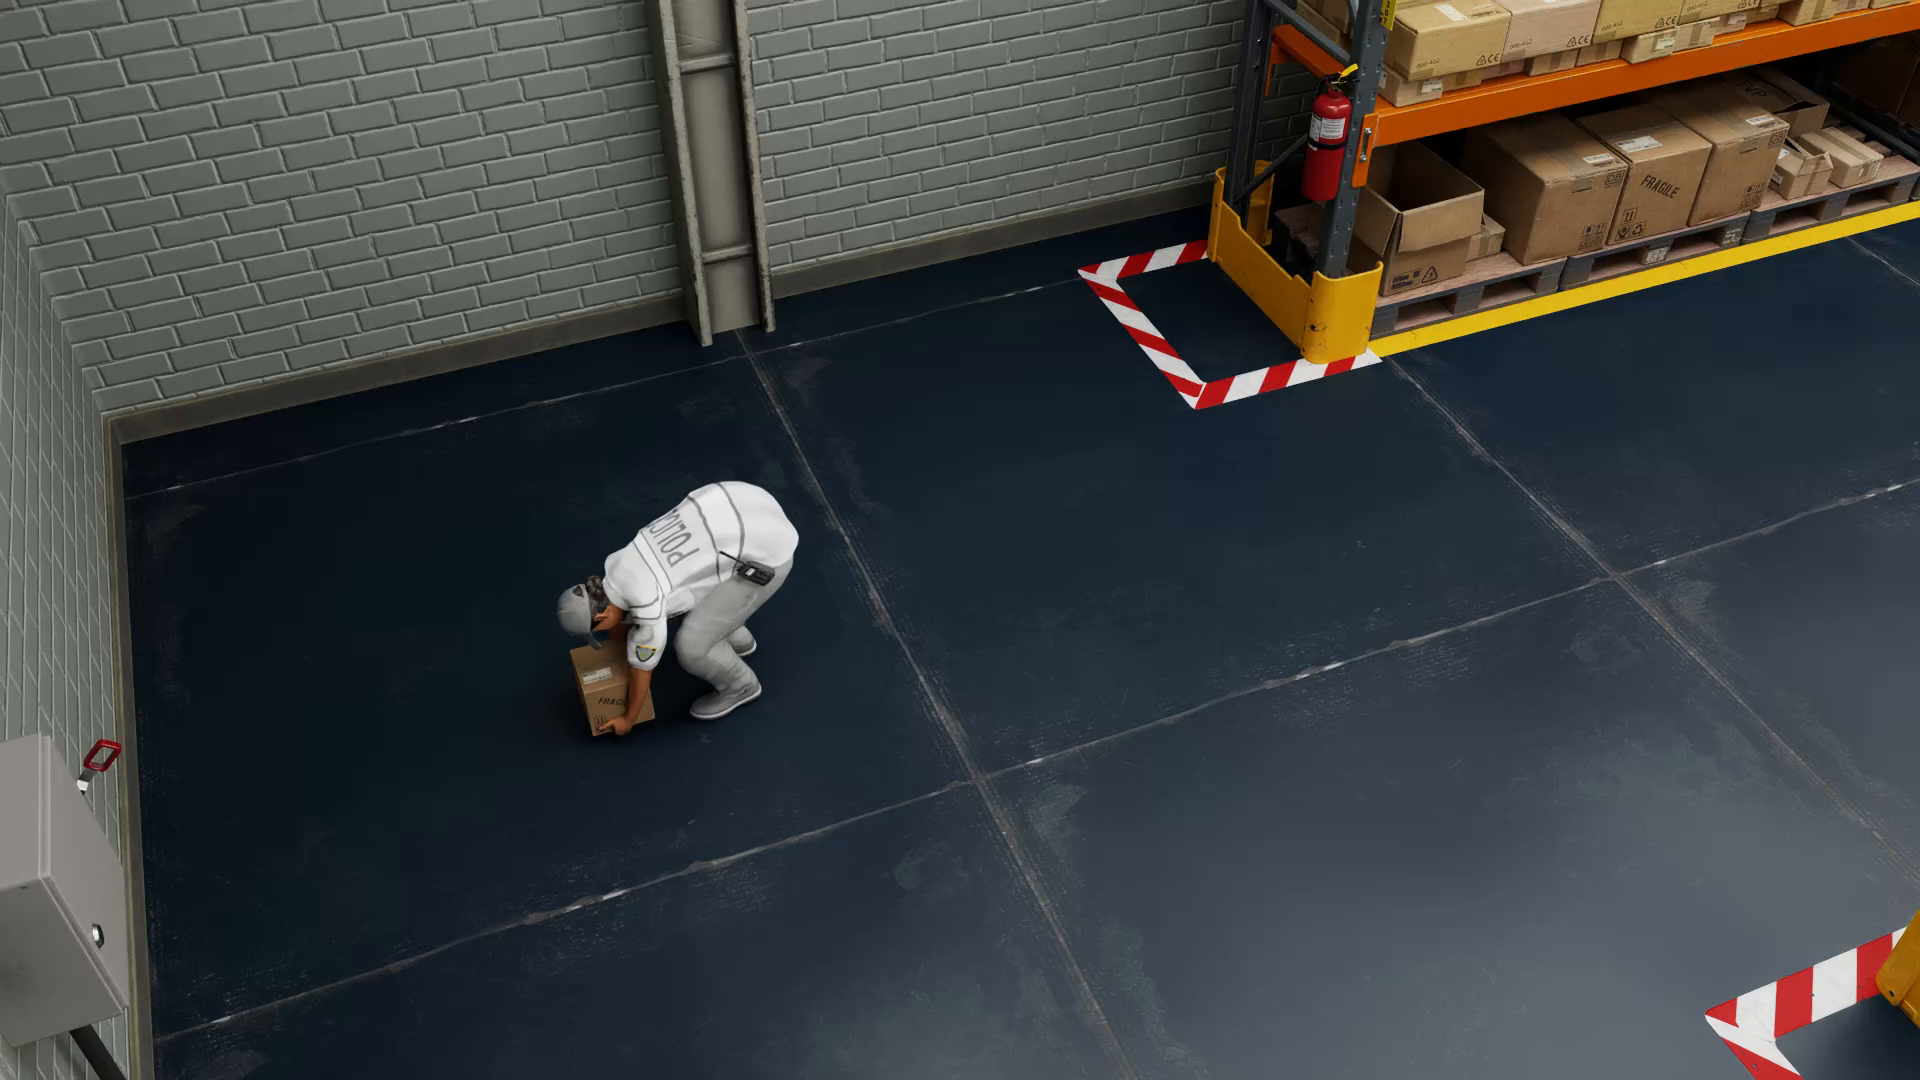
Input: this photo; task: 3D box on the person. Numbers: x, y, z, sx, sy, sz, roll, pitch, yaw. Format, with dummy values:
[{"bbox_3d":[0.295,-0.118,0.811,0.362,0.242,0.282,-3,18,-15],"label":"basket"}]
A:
[{"bbox_3d":[-1.076,0.270,6.421,0.935,0.914,0.504,-17,45,-18],"label":"person"}]
